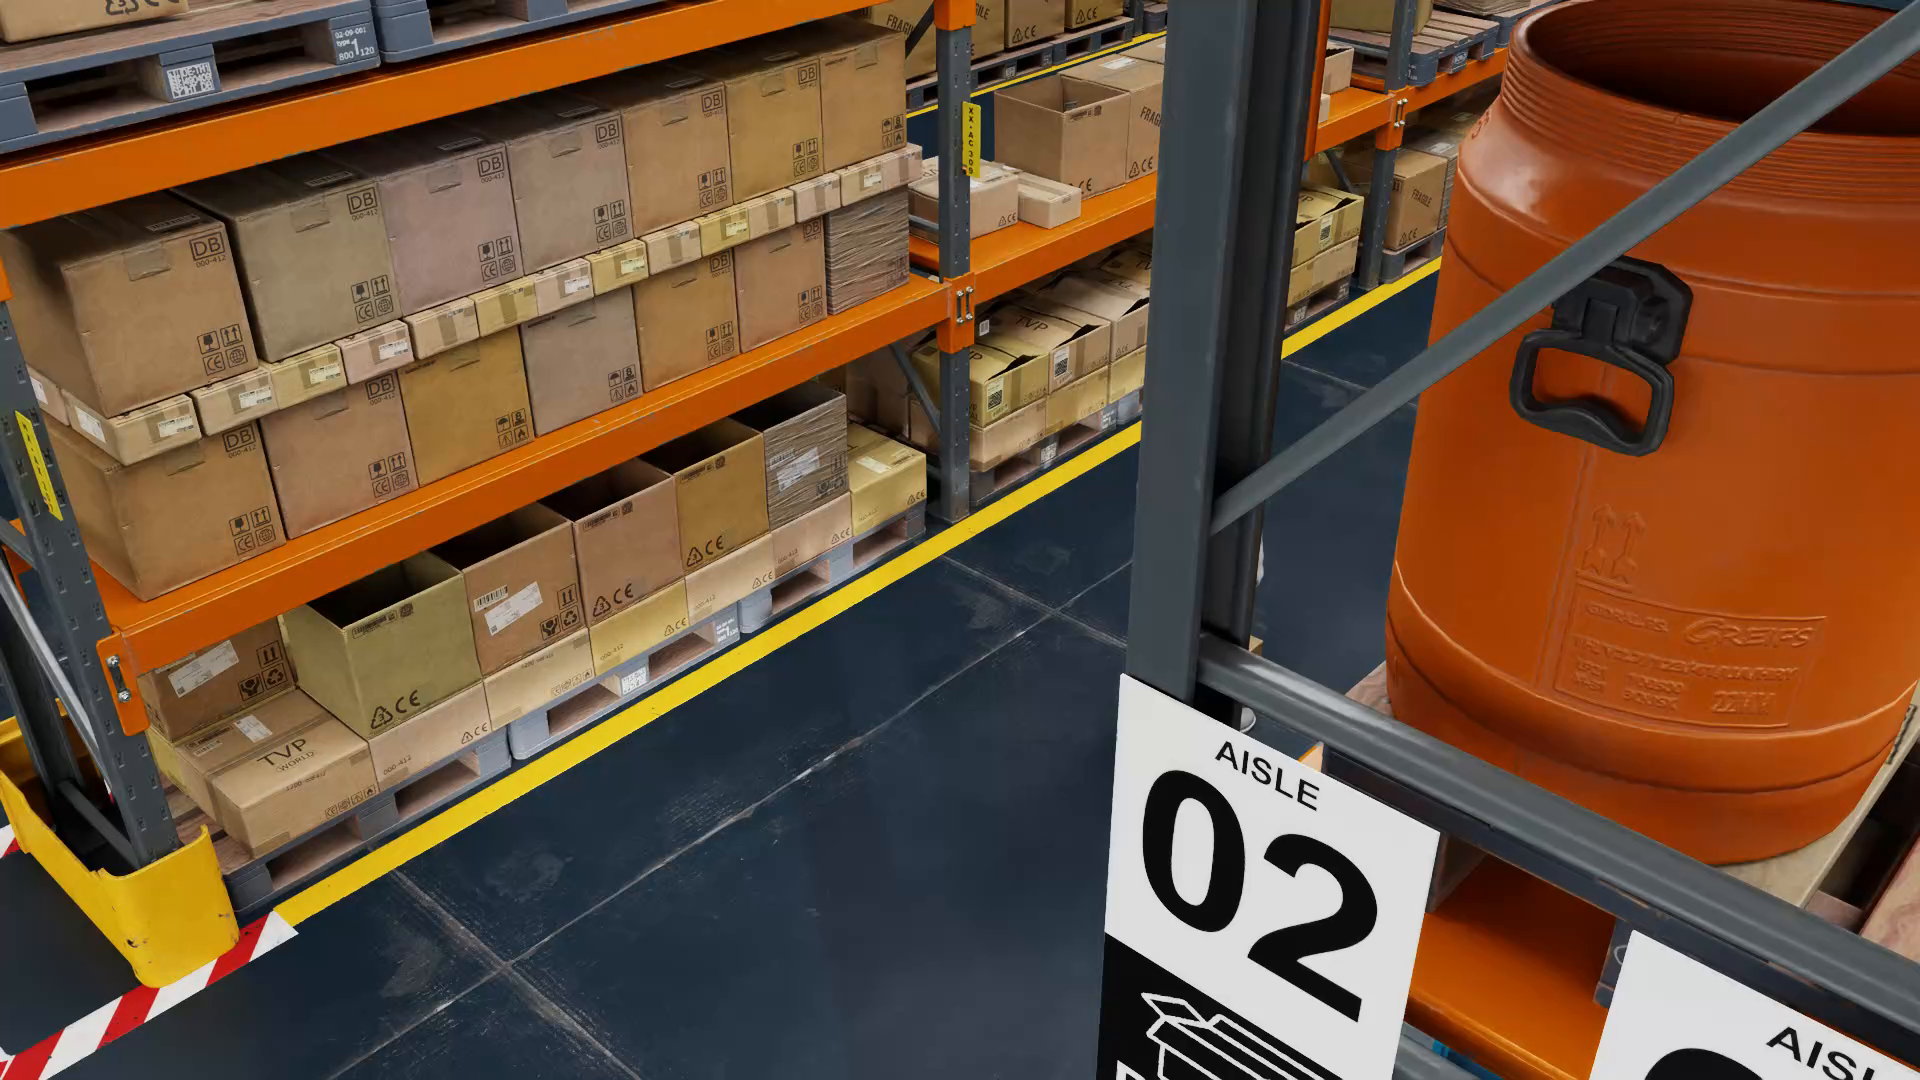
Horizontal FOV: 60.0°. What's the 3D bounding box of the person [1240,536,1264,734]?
[{"bbox_3d":[0.955,0.029,6.583,0.538,1.663,0.378,24,39,34],"label":"person"}]
